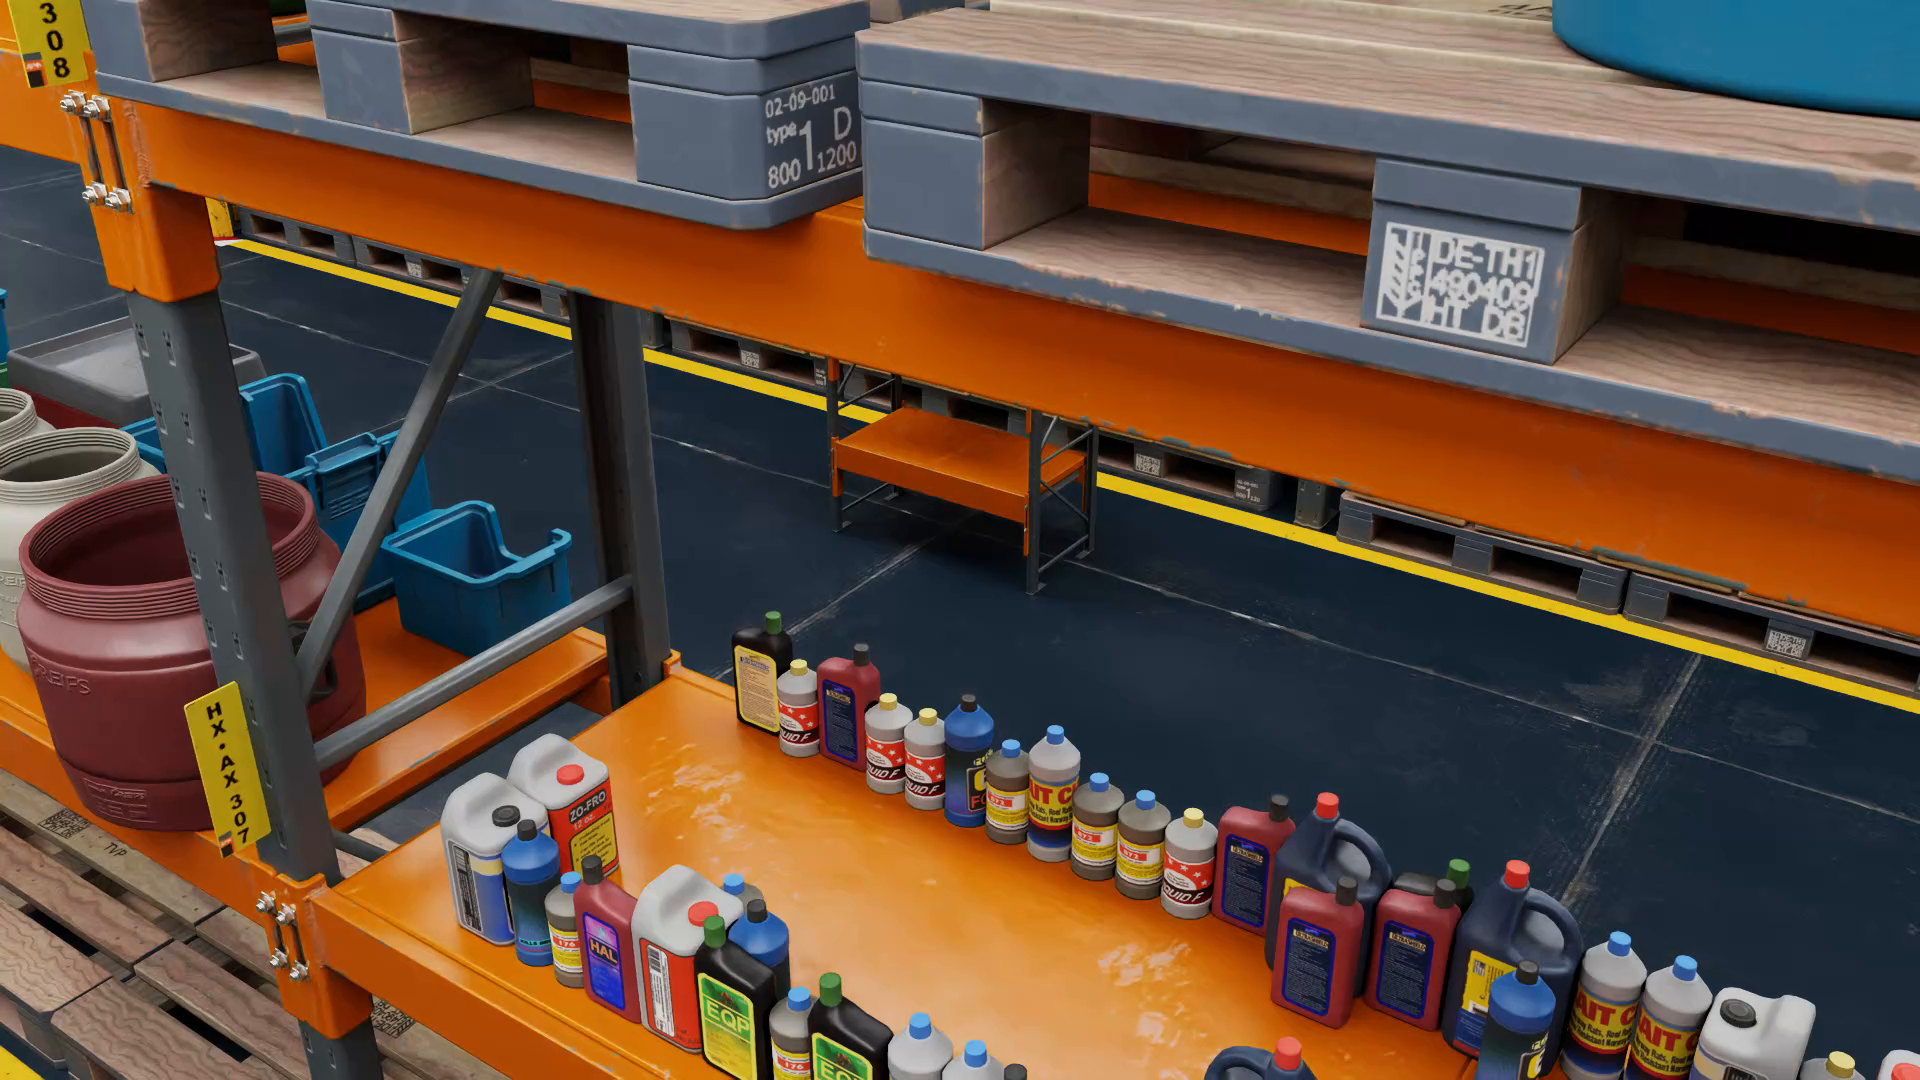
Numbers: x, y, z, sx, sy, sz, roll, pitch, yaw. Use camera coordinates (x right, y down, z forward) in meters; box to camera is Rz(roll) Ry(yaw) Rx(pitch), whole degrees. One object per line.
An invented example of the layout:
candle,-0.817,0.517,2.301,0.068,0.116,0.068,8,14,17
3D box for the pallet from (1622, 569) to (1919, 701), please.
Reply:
pallet,3.410,0.188,6.649,1.213,0.211,1.003,17,32,30

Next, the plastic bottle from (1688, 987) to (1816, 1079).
plastic bottle,1.184,0.800,2.508,0.135,0.276,0.152,17,32,30

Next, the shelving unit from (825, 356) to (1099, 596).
shelving unit,0.006,-0.500,6.991,1.048,1.125,0.538,17,32,30

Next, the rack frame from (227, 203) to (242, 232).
rack frame,-4.780,-3.629,11.074,0.127,3.000,1.000,17,32,30

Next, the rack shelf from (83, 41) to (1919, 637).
rack shelf,0.655,-0.226,1.874,4.000,0.370,1.077,17,32,30

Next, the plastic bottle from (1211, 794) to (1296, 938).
plastic bottle,0.524,0.566,2.959,0.133,0.283,0.061,17,32,30

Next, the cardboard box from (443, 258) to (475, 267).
cardboard box,-2.816,-1.856,10.158,0.500,0.250,0.500,17,32,30

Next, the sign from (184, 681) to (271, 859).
sign,-1.299,0.411,2.955,0.005,0.325,0.100,17,32,30

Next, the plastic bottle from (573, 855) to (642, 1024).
plastic bottle,-0.574,0.662,2.771,0.133,0.283,0.061,17,32,30

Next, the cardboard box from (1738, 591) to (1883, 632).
cardboard box,3.306,-0.038,6.288,0.500,0.500,0.500,16,31,29

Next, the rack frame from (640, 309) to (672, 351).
rack frame,-1.483,-2.602,9.055,0.127,3.000,1.000,17,32,30

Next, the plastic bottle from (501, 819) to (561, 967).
plastic bottle,-0.739,0.605,2.895,0.097,0.271,0.097,0,27,0

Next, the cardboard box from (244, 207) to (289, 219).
cardboard box,-4.464,-2.370,11.168,0.500,0.250,0.500,17,32,30

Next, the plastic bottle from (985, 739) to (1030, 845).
plastic bottle,0.097,0.480,3.219,0.097,0.201,0.097,0,27,0

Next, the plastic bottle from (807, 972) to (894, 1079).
plastic bottle,-0.163,0.790,2.520,0.133,0.283,0.061,17,32,30

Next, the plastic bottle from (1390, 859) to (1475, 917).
plastic bottle,0.786,0.648,2.799,0.133,0.283,0.061,17,32,30

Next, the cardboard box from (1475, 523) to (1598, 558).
cardboard box,2.462,-0.301,6.805,0.500,0.500,0.500,16,31,29

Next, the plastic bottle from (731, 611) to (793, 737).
plastic bottle,-0.418,0.273,3.536,0.133,0.283,0.061,17,32,30

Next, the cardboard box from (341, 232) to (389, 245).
cardboard box,-3.638,-2.114,10.666,0.500,0.250,0.500,17,32,30

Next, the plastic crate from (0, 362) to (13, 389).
plastic crate,-2.695,-0.315,4.795,0.662,0.188,0.450,17,32,30

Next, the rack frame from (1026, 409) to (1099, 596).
rack frame,0.425,-0.369,6.735,0.032,1.125,0.500,17,32,30

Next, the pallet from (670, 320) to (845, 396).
pallet,-0.853,-1.185,9.345,1.213,0.211,1.003,17,32,30

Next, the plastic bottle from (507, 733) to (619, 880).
plastic bottle,-0.733,0.507,3.084,0.135,0.276,0.152,17,32,30

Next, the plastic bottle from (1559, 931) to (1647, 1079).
plastic bottle,1.023,0.737,2.636,0.097,0.271,0.097,0,27,0

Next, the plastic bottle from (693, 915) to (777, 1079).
plastic bottle,-0.354,0.730,2.636,0.133,0.283,0.061,17,32,30

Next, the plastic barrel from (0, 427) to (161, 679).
plastic barrel,-1.962,0.042,3.737,0.421,0.512,0.421,0,27,0

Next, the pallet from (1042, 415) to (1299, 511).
pallet,1.158,-0.558,8.114,1.213,0.211,1.003,17,32,30

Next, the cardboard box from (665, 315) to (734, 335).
cardboard box,-1.291,-1.367,9.198,0.500,0.250,0.500,16,31,29

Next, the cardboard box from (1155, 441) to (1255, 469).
cardboard box,1.243,-0.580,7.652,0.500,0.250,0.500,18,32,31

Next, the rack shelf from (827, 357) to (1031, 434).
rack shelf,0.006,-0.760,6.859,1.000,0.278,0.538,17,32,30

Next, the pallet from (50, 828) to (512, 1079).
pallet,-1.610,1.305,4.452,1.213,0.211,1.003,17,32,30

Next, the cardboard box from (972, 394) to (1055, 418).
cardboard box,0.403,-0.842,8.165,0.500,0.250,0.500,18,32,31

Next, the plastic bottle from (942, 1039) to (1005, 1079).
plastic bottle,0.022,0.843,2.429,0.097,0.271,0.097,0,27,0

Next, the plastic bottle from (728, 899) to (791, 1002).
plastic bottle,-0.324,0.702,2.706,0.097,0.271,0.097,0,27,0

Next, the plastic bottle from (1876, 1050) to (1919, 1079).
plastic bottle,1.375,0.860,2.391,0.135,0.276,0.152,17,32,30

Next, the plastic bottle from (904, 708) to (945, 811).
plastic bottle,-0.063,0.430,3.317,0.097,0.201,0.097,0,27,0

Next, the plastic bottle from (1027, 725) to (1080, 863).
plastic bottle,0.178,0.474,3.154,0.097,0.271,0.097,0,27,0

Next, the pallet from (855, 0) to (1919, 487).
pallet,0.666,-0.404,1.638,1.213,0.211,1.003,17,32,30

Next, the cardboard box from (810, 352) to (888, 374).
cardboard box,-0.442,-1.104,8.680,0.500,0.250,0.500,16,31,29

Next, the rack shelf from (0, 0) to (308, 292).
rack shelf,-2.642,-1.254,3.892,4.000,0.370,1.077,17,32,30

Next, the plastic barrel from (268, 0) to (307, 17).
plastic barrel,-1.226,-1.036,2.842,0.294,0.245,0.294,0,27,0

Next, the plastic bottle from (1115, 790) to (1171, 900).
plastic bottle,0.338,0.555,3.072,0.097,0.201,0.097,0,27,0

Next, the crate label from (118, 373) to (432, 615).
crate label,-1.659,-0.096,4.092,0.616,0.435,0.502,17,32,30

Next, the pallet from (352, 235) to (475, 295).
pallet,-3.124,-1.892,10.735,1.213,0.211,1.003,17,32,30

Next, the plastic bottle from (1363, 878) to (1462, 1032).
plastic bottle,0.752,0.671,2.754,0.133,0.283,0.061,17,32,30

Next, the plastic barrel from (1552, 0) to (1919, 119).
plastic barrel,0.810,-0.825,1.241,0.708,0.901,0.600,17,32,30

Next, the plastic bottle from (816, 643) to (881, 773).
plastic bottle,-0.228,0.332,3.419,0.133,0.283,0.061,17,32,30
